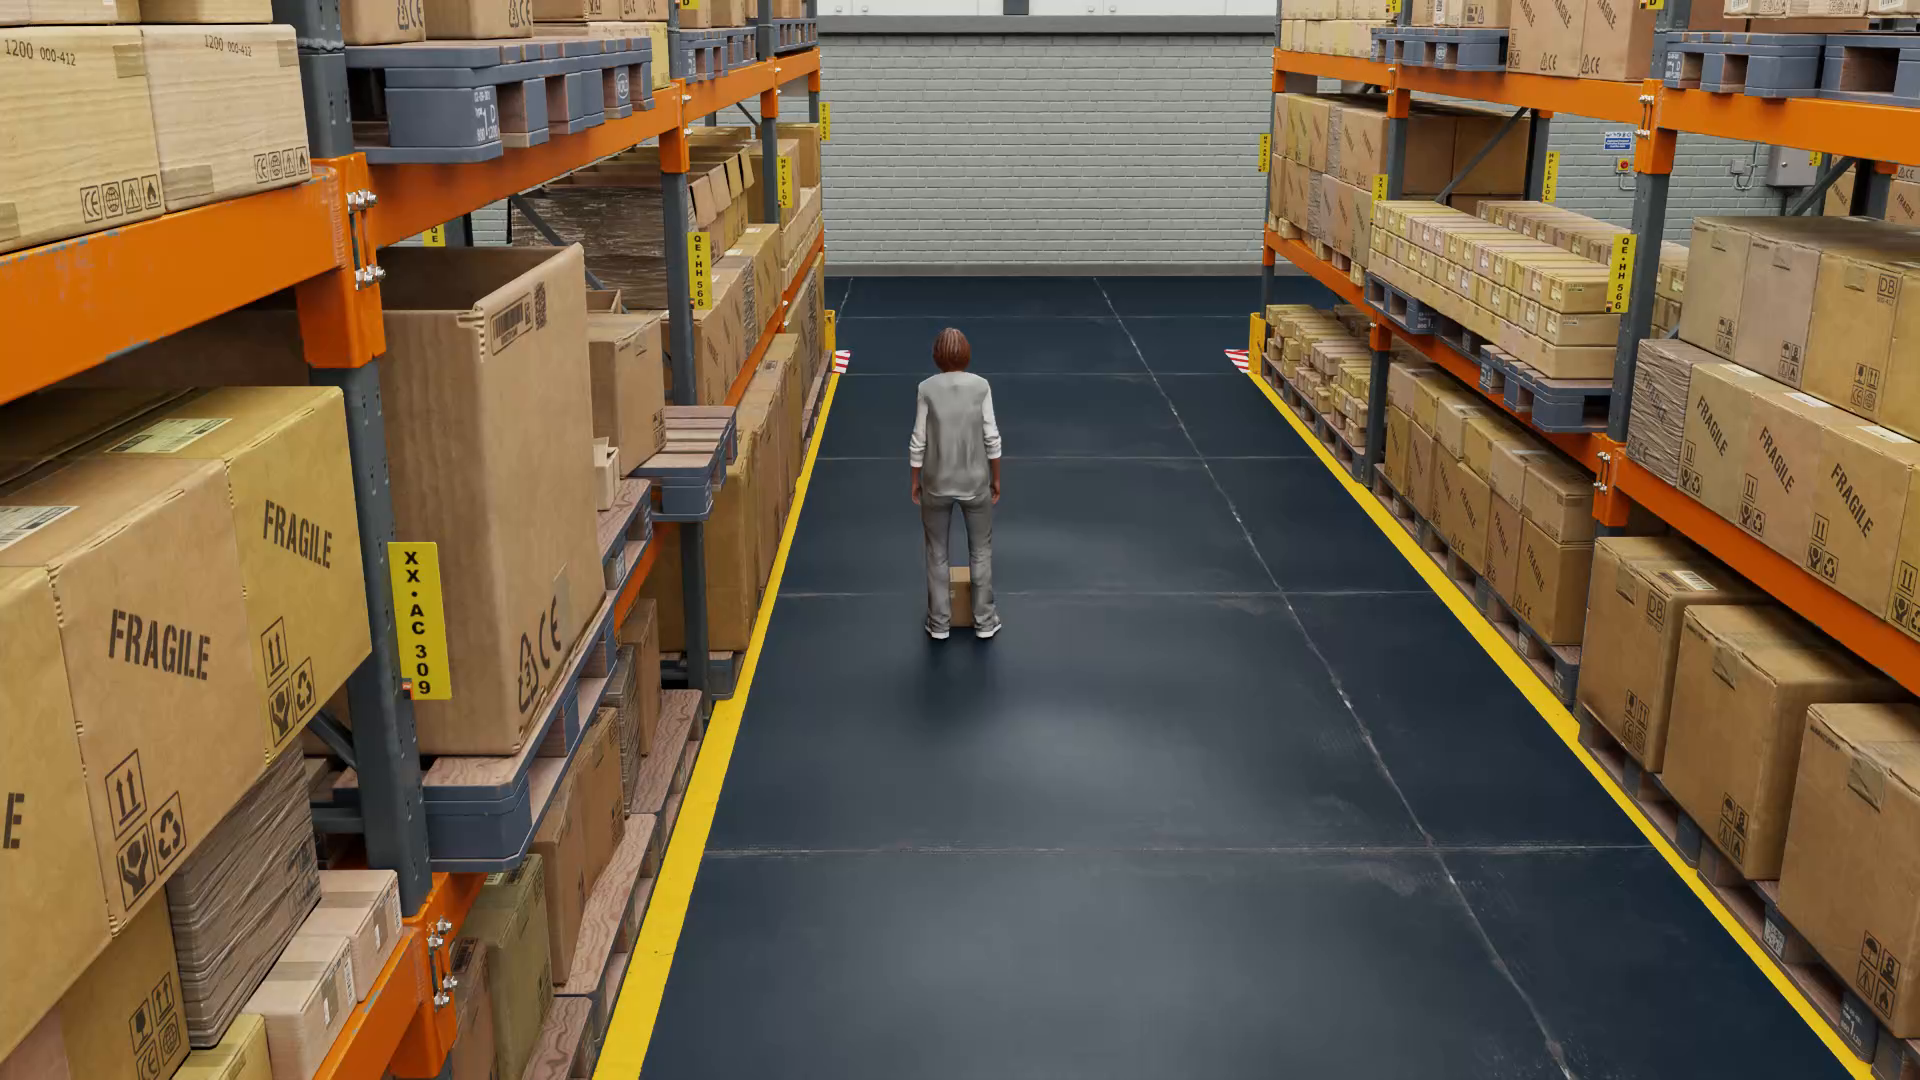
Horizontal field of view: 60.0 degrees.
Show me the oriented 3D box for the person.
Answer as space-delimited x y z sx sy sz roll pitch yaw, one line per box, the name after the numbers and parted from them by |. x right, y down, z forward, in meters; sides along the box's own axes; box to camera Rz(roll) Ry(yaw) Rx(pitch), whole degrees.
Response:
-0.016 -0.269 8.425 0.463 1.593 0.344 0 17 -1 | person
